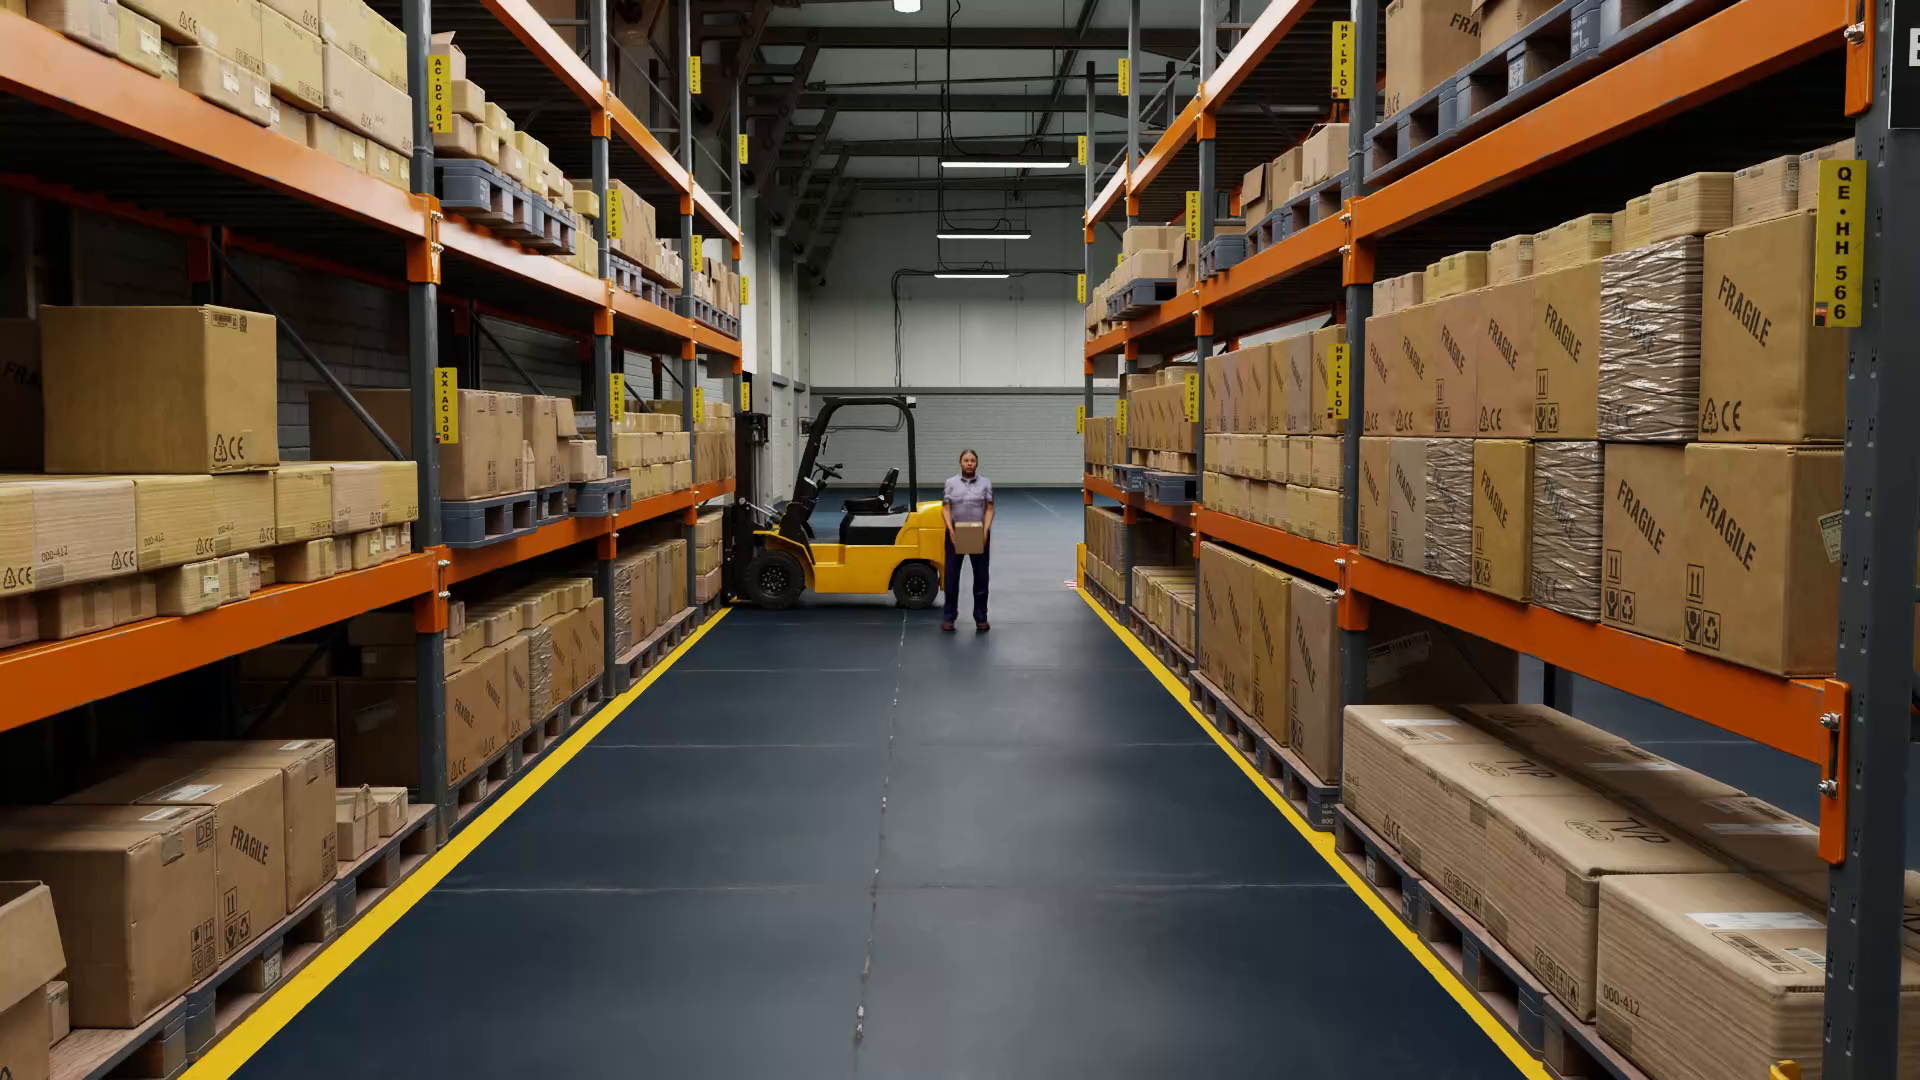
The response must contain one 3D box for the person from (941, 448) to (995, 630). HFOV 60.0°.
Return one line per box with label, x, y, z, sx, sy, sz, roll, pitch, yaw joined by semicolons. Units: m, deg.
person;0.072;-0.010;15.170;0.498;1.656;0.450;0;4;-2
